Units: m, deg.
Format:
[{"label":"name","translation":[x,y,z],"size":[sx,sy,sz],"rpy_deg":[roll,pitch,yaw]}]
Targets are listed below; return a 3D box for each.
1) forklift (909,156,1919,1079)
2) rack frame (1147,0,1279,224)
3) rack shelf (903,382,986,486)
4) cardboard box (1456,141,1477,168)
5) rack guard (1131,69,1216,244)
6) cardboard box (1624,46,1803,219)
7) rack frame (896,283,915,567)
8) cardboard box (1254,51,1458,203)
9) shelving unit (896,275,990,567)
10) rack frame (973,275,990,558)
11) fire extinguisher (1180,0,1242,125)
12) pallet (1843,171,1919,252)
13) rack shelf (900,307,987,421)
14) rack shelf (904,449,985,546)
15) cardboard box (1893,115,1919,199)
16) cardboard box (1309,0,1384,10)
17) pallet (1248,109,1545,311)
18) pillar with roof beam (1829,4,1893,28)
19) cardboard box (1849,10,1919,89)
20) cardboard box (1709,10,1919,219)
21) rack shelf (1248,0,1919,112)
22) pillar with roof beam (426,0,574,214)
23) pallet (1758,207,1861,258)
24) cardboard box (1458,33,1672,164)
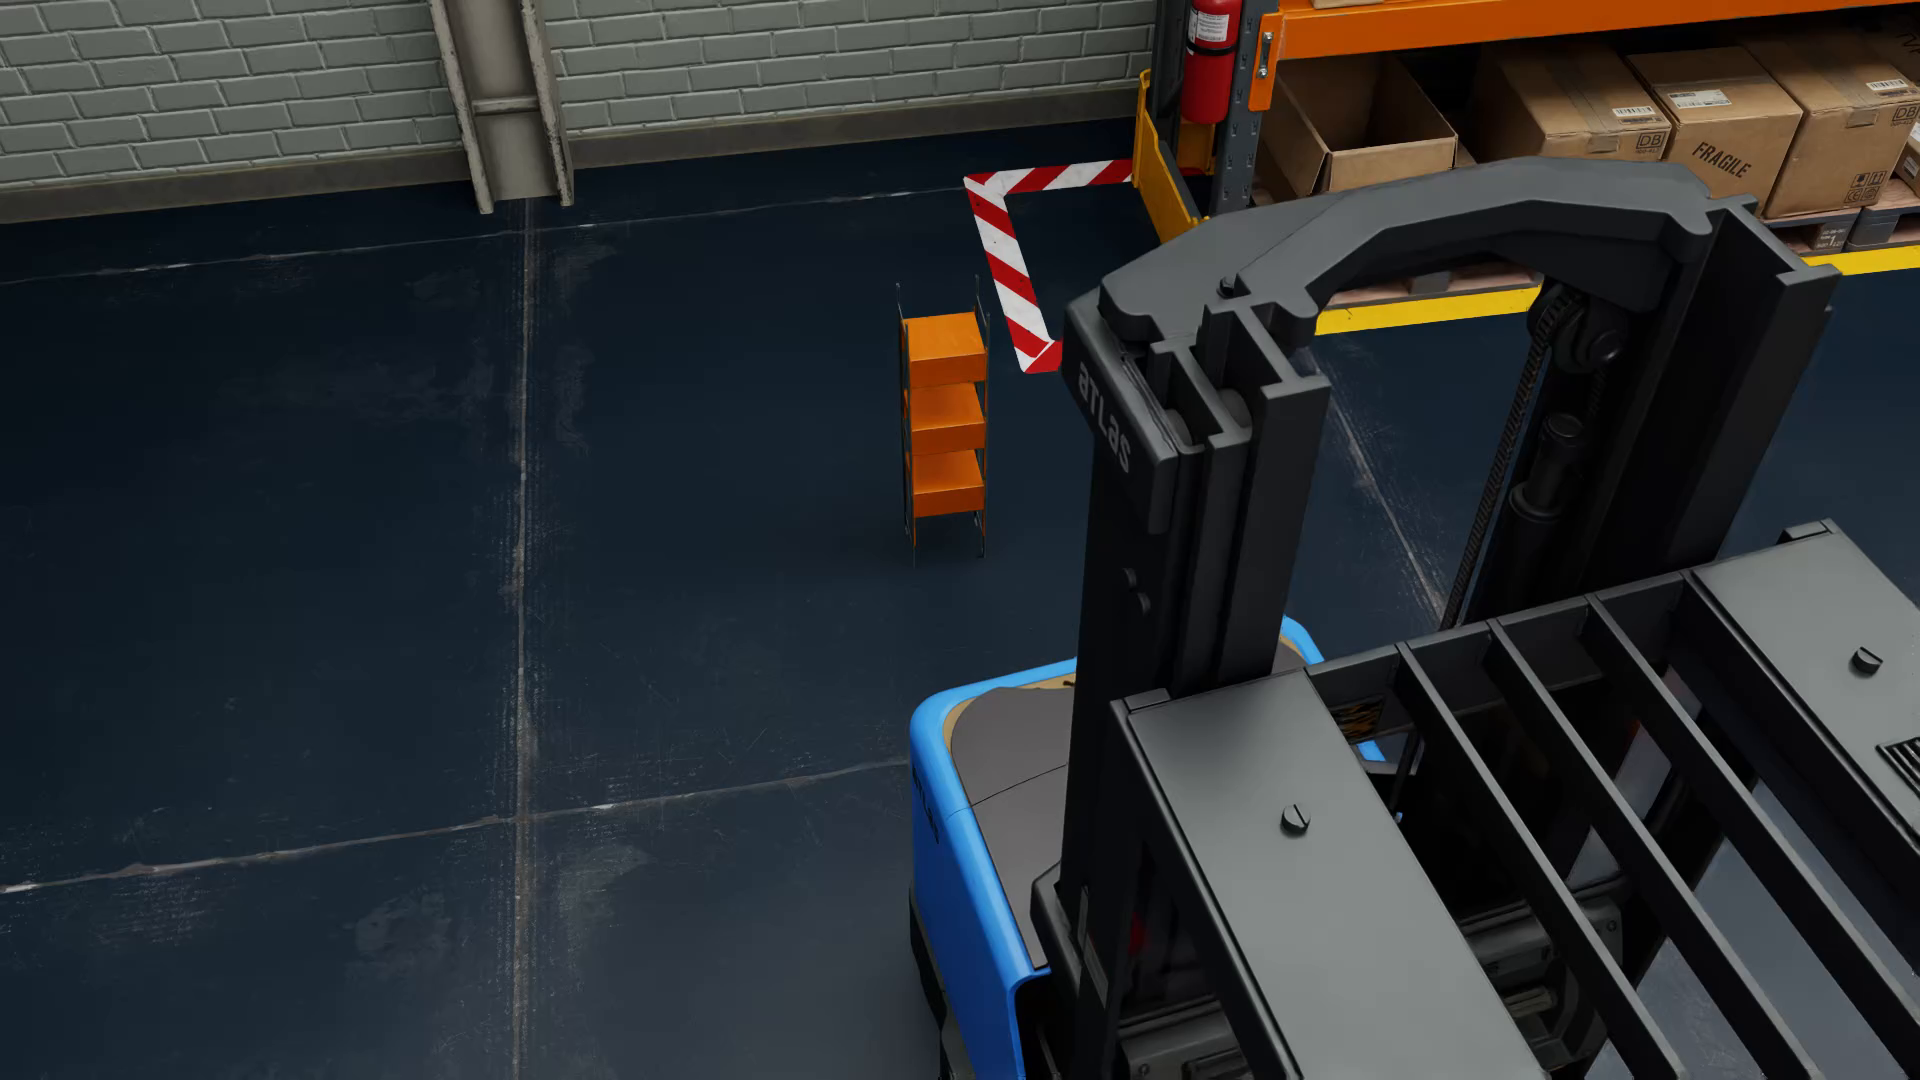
[{"label":"forklift","translation":[0.796,1.008,2.744],"size":[1.130,2.935,3.031],"rpy_deg":[-13,47,-12]},{"label":"rack frame","translation":[0.931,-2.255,5.839],"size":[0.127,3.000,1.000],"rpy_deg":[-7,46,-7]},{"label":"rack shelf","translation":[-0.053,-0.350,5.373],"size":[0.240,0.259,0.215],"rpy_deg":[-7,46,-7]},{"label":"cardboard box","translation":[1.976,-1.444,6.746],"size":[0.250,0.149,0.380],"rpy_deg":[-9,47,-8]},{"label":"rack guard","translation":[1.006,-1.397,6.749],"size":[0.348,0.500,1.175],"rpy_deg":[-7,46,-7]},{"label":"cardboard box","translation":[2.937,-1.612,6.665],"size":[0.500,0.500,0.500],"rpy_deg":[-6,46,-6]},{"label":"rack frame","translation":[-0.173,-0.343,5.351],"size":[0.008,1.050,0.200],"rpy_deg":[-7,46,-7]},{"label":"cardboard box","translation":[1.550,-1.542,6.595],"size":[0.637,0.503,0.797],"rpy_deg":[-9,47,-8]},{"label":"shelving unit","translation":[-0.053,-0.358,5.366],"size":[0.252,1.050,0.215],"rpy_deg":[-7,46,-7]},{"label":"rack frame","translation":[0.067,-0.373,5.380],"size":[0.008,1.050,0.200],"rpy_deg":[-7,46,-7]},{"label":"fire extinguisher","translation":[0.865,-1.752,5.668],"size":[0.183,0.674,0.296],"rpy_deg":[-7,46,-7]},{"label":"pallet","translation":[4.196,-1.695,7.236],"size":[1.213,0.211,1.003],"rpy_deg":[-7,46,-7]},{"label":"rack shelf","translation":[-0.053,-0.547,5.169],"size":[0.240,0.259,0.215],"rpy_deg":[-7,46,-7]},{"label":"rack shelf","translation":[-0.053,-0.158,5.573],"size":[0.240,0.259,0.215],"rpy_deg":[-7,46,-7]},{"label":"cardboard box","translation":[4.022,-1.622,6.837],"size":[0.258,0.266,0.396],"rpy_deg":[-6,46,-5]},{"label":"cardboard box","translation":[1.302,-2.013,5.781],"size":[0.250,0.149,0.380],"rpy_deg":[-7,47,-7]},{"label":"pallet","translation":[1.792,-1.395,6.948],"size":[1.213,0.211,1.003],"rpy_deg":[-7,46,-7]},{"label":"pillar with roof beam","translation":[4.767,-2.327,1.743],"size":[0.400,9.000,9.100],"rpy_deg":[-7,46,-7]},{"label":"cardboard box","translation":[4.182,-2.045,7.213],"size":[0.500,0.311,0.500],"rpy_deg":[-6,46,-5]},{"label":"cardboard box","translation":[3.422,-1.746,6.793],"size":[0.500,0.500,0.700],"rpy_deg":[-9,47,-8]},{"label":"rack shelf","translation":[2.902,-2.251,6.335],"size":[4.000,0.370,1.077],"rpy_deg":[-7,46,-7]},{"label":"pillar with roof beam","translation":[-1.145,-1.590,1.033],"size":[0.400,9.000,9.100],"rpy_deg":[-7,46,-7]},{"label":"pallet","translation":[2.991,-1.542,7.090],"size":[1.213,0.211,1.003],"rpy_deg":[-7,46,-7]},{"label":"cardboard box","translation":[2.399,-1.618,6.670],"size":[0.500,0.500,0.700],"rpy_deg":[-5,46,-5]}]
